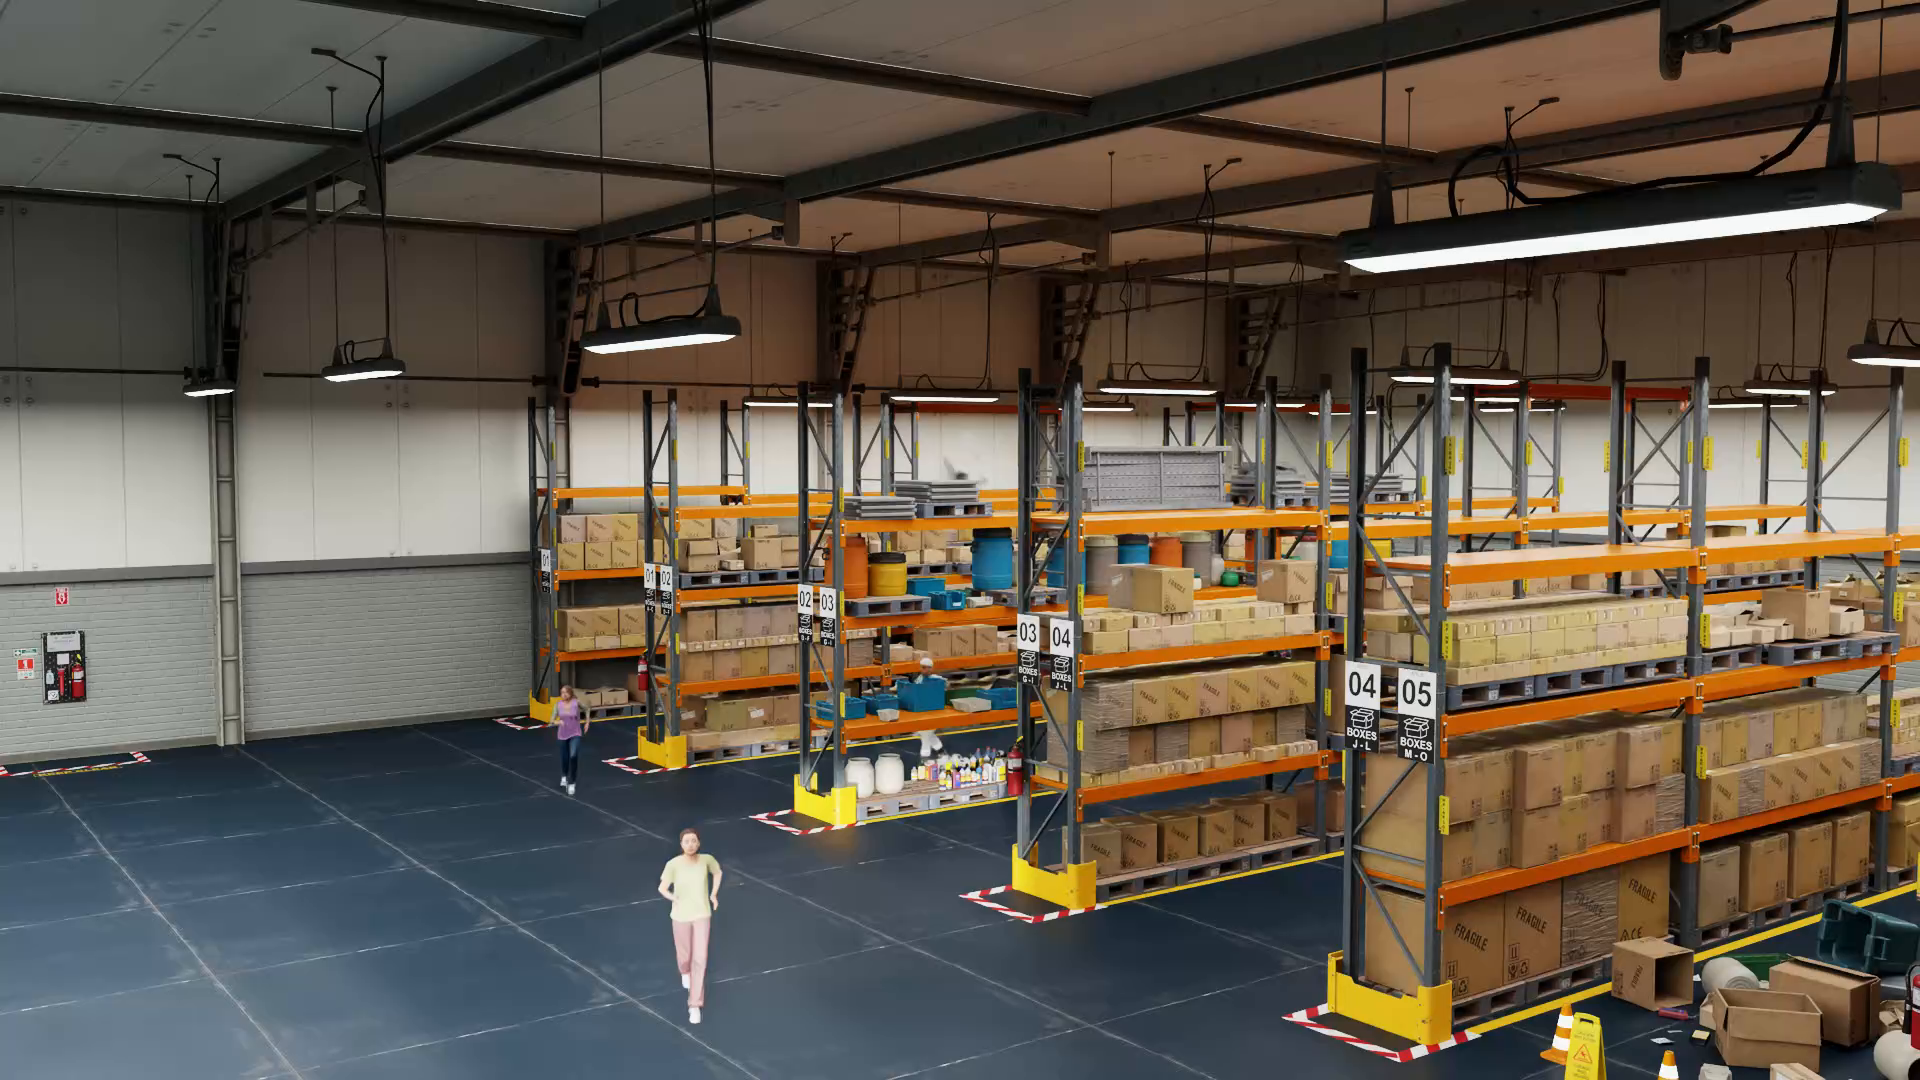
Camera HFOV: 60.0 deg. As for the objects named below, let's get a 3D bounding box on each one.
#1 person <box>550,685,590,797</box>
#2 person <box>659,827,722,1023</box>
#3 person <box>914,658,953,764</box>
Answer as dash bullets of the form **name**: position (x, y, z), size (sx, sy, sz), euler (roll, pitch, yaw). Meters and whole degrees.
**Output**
- **person**: position (-5.733, 2.923, 24.445), size (0.547, 1.626, 0.835), euler (0, 3, -6)
- **person**: position (-2.439, 3.431, 15.093), size (0.578, 1.663, 0.935), euler (-1, 3, -12)
- **person**: position (-0.469, 2.735, 25.931), size (0.894, 1.823, 0.613), euler (-3, 5, -45)
